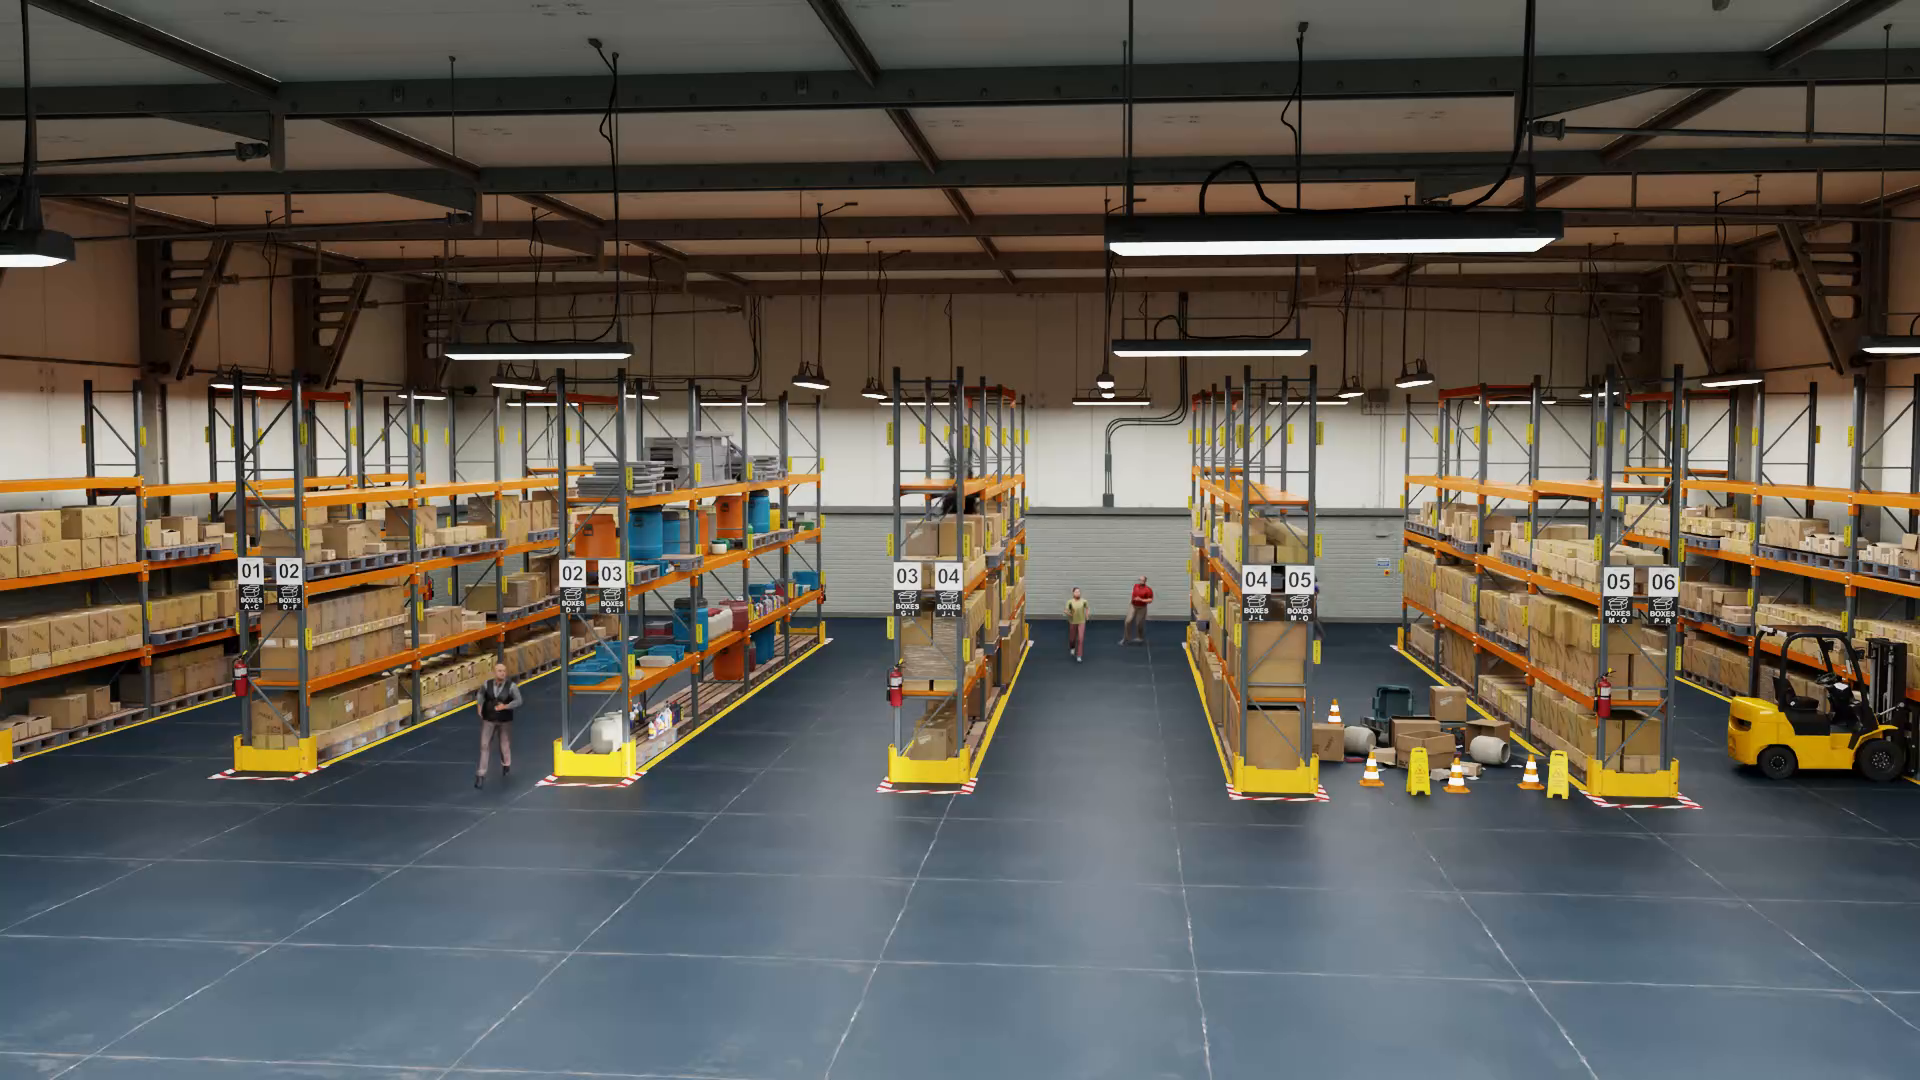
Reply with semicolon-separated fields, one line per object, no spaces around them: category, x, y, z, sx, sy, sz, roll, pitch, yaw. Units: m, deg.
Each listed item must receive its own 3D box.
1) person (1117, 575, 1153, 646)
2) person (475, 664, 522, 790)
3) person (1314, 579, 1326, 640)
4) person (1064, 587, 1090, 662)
person;4.290;1.686;39.900;0.819;1.707;0.790;2;4;32
person;-6.667;2.650;24.053;0.661;1.726;0.957;-1;4;-10
person;8.546;1.669;40.538;0.758;1.719;0.556;0;4;4
person;2.626;1.869;37.196;0.591;1.636;0.828;0;4;0
